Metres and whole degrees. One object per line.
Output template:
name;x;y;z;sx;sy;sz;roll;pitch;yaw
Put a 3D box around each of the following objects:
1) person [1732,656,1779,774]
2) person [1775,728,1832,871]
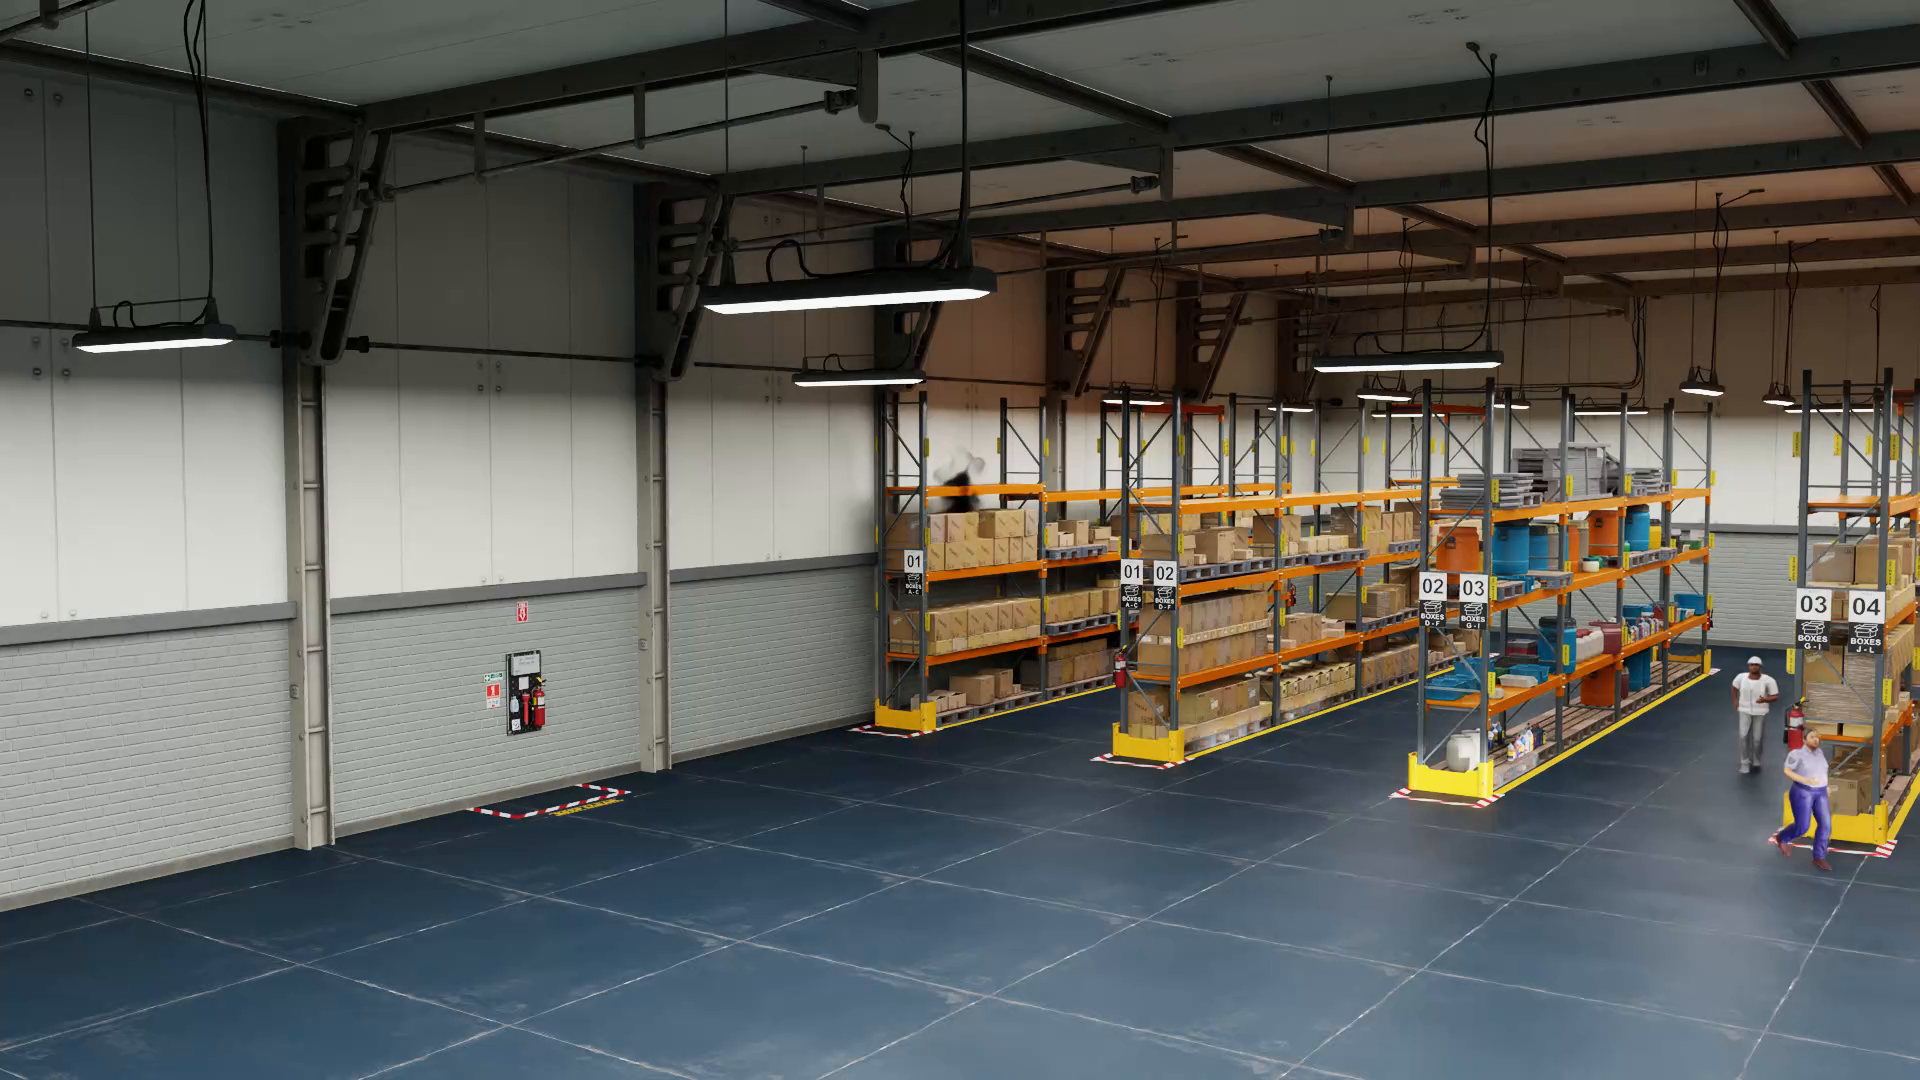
person;12.260;2.705;25.692;0.688;1.828;0.684;2;4;33
person;10.163;3.084;19.970;0.606;1.655;0.751;-1;3;-12
